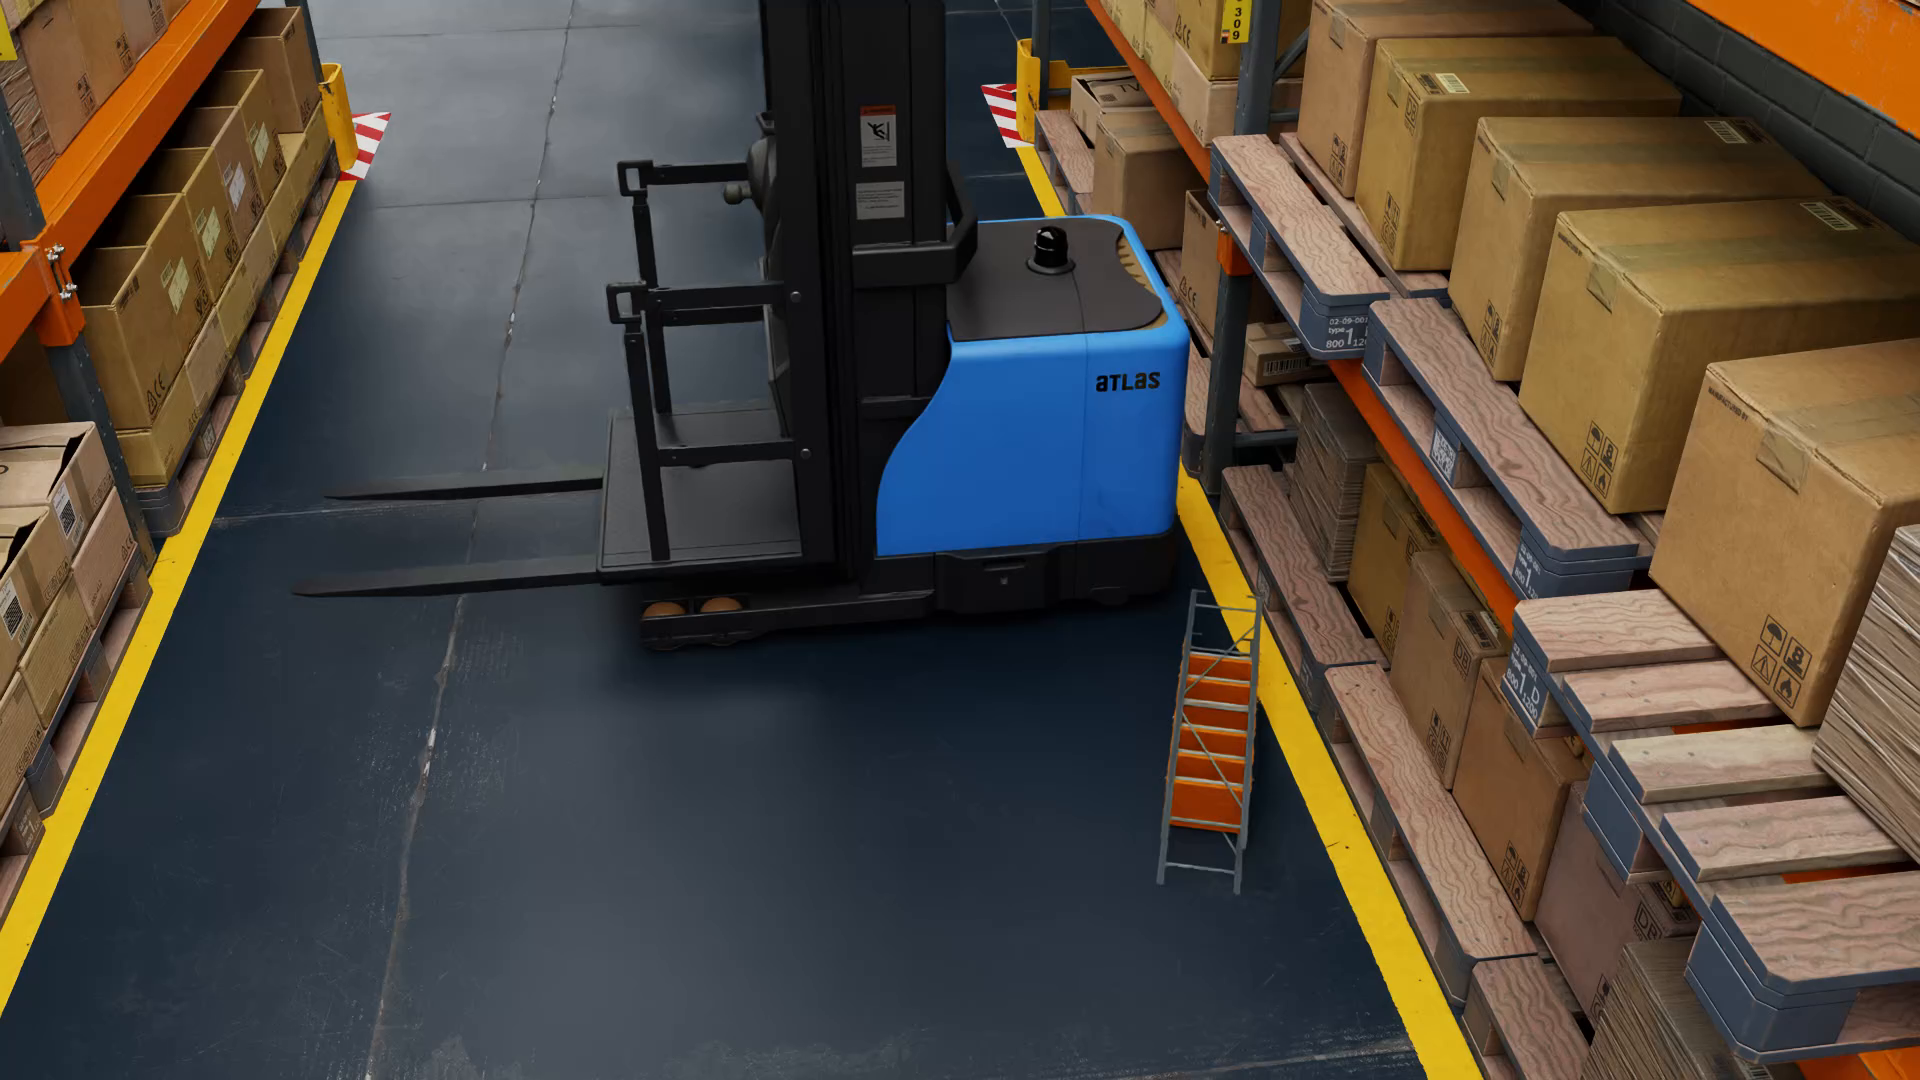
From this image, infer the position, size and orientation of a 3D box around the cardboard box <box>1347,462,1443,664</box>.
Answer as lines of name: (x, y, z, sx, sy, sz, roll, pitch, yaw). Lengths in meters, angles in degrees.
cardboard box: (1.688, 0.067, 5.317, 0.700, 0.500, 0.500, -5, 35, -7)

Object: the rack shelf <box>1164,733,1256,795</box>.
rack shelf: (0.758, 0.701, 5.049, 0.258, 0.180, 0.103, 6, 35, 9)

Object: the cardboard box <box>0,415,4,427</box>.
cardboard box: (-3.734, -0.380, 6.213, 0.500, 0.250, 0.500, -4, 35, -6)

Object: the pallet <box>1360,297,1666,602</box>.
pallet: (1.684, -0.268, 4.151, 1.003, 0.211, 1.213, -4, 35, -6)

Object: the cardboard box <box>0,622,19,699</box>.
cardboard box: (-2.975, 0.403, 4.566, 0.500, 0.311, 0.500, -4, 35, -7)

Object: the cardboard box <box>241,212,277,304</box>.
cardboard box: (-3.414, -1.257, 7.500, 0.500, 0.250, 0.500, -4, 35, -6)

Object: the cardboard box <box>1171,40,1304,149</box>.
cardboard box: (1.089, -1.666, 6.146, 0.500, 0.250, 0.500, -4, 35, -6)

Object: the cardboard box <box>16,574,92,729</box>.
cardboard box: (-3.046, 0.354, 5.136, 0.500, 0.250, 0.500, -5, 35, -7)

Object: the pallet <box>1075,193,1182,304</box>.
pallet: (1.161, -1.380, 8.088, 1.003, 0.211, 1.213, -4, 35, -6)

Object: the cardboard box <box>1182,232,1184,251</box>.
cardboard box: (1.258, -1.376, 7.746, 0.380, 0.149, 0.250, -7, 35, -10)

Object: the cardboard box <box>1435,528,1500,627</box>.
cardboard box: (1.705, 0.008, 4.738, 0.500, 0.250, 0.500, -5, 35, -8)

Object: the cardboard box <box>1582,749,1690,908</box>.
cardboard box: (1.828, 0.575, 3.906, 0.500, 0.250, 0.500, -4, 34, -5)

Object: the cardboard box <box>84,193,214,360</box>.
cardboard box: (-3.282, -1.009, 6.470, 0.500, 0.500, 0.500, -4, 35, -6)

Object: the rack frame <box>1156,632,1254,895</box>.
rack frame: (0.795, 0.667, 5.259, 0.240, 0.006, 1.200, 6, 35, 9)

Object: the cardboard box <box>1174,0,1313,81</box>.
cardboard box: (1.083, -1.975, 5.934, 0.500, 0.500, 0.500, -4, 35, -6)

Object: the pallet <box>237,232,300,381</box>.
pallet: (-3.688, -1.078, 7.644, 1.003, 0.211, 1.213, -4, 35, -6)

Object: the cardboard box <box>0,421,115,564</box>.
cardboard box: (-3.116, -0.166, 5.400, 0.500, 0.311, 0.500, -4, 35, -6)

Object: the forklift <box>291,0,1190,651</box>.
forklift: (-0.797, -1.150, 5.335, 3.031, 2.935, 1.130, -4, 35, -6)

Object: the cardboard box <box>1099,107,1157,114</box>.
cardboard box: (0.996, -2.070, 8.621, 0.500, 0.311, 0.500, -2, 34, -2)

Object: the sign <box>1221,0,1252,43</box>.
sign: (0.917, -1.791, 5.445, 0.100, 0.325, 0.005, -4, 35, -6)

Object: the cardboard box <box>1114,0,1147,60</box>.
cardboard box: (0.948, -2.224, 6.965, 0.500, 0.250, 0.500, -5, 35, -7)

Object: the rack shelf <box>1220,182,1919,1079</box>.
rack shelf: (1.722, -0.065, 4.320, 1.077, 0.370, 4.000, -4, 35, -6)

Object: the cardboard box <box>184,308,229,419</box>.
cardboard box: (-3.279, -0.699, 6.681, 0.500, 0.250, 0.500, -4, 35, -6)

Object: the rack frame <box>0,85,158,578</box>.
rack frame: (-3.455, -1.101, 5.202, 1.000, 3.000, 0.127, -4, 35, -6)

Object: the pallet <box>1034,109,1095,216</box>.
pallet: (1.000, -2.060, 9.085, 1.003, 0.211, 1.213, -4, 35, -6)

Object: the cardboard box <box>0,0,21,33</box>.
cardboard box: (-3.333, -1.715, 5.438, 0.380, 0.149, 0.250, -4, 34, -6)

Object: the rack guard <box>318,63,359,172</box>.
rack guard: (-3.996, -2.314, 9.201, 1.175, 0.500, 0.348, -4, 35, -6)

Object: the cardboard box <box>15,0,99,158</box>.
cardboard box: (-3.598, -1.683, 5.968, 0.700, 0.500, 0.500, -5, 35, -7)

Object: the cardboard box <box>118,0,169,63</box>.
cardboard box: (-3.732, -2.249, 6.798, 0.700, 0.500, 0.500, -3, 34, -5)

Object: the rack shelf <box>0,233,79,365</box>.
rack shelf: (-3.186, 0.312, 3.767, 1.077, 0.370, 4.000, -4, 35, -6)

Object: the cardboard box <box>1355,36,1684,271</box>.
cardboard box: (1.556, -1.102, 4.724, 0.700, 0.500, 0.500, -1, 34, -1)

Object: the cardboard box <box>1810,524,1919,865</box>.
cardboard box: (1.918, 0.269, 2.712, 0.700, 0.500, 0.500, -8, 35, -12)

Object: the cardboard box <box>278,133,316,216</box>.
cardboard box: (-3.549, -1.815, 8.319, 0.500, 0.250, 0.500, -4, 35, -6)

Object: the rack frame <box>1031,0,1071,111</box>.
rack frame: (0.915, -3.710, 9.031, 1.000, 3.000, 0.127, -4, 35, -6)

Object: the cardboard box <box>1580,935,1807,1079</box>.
cardboard box: (1.843, 1.207, 3.644, 0.700, 0.500, 0.500, -4, 34, -6)

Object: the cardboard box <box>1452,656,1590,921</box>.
cardboard box: (1.794, 0.636, 4.482, 0.700, 0.500, 0.500, -5, 35, -7)

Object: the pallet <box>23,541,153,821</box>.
pallet: (-3.317, 0.460, 5.388, 1.003, 0.211, 1.213, -4, 35, -6)

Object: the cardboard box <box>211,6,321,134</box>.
cardboard box: (-3.626, -2.404, 8.516, 0.500, 0.500, 0.500, -4, 35, -6)

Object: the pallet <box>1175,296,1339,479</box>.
pallet: (1.328, -0.698, 7.087, 1.003, 0.211, 1.213, -4, 35, -6)

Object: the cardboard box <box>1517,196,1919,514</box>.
cardboard box: (1.729, -0.424, 3.730, 0.700, 0.500, 0.500, -4, 35, -6)

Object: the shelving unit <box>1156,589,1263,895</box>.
shelving unit: (0.795, 0.592, 5.207, 0.258, 0.189, 1.200, 6, 35, 9)

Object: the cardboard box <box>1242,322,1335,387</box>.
cardboard box: (1.352, -0.785, 6.864, 0.380, 0.166, 0.250, -9, 35, -13)

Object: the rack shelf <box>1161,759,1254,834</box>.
rack shelf: (0.736, 0.768, 4.952, 0.258, 0.180, 0.103, 6, 35, 9)

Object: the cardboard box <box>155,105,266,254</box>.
cardboard box: (-3.411, -1.567, 7.289, 0.500, 0.500, 0.500, -4, 35, -6)

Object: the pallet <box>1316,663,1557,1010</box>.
pallet: (1.727, 0.791, 4.902, 1.003, 0.211, 1.213, -4, 35, -6)

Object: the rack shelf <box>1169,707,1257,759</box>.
rack shelf: (0.781, 0.634, 5.146, 0.258, 0.180, 0.103, 6, 35, 9)
